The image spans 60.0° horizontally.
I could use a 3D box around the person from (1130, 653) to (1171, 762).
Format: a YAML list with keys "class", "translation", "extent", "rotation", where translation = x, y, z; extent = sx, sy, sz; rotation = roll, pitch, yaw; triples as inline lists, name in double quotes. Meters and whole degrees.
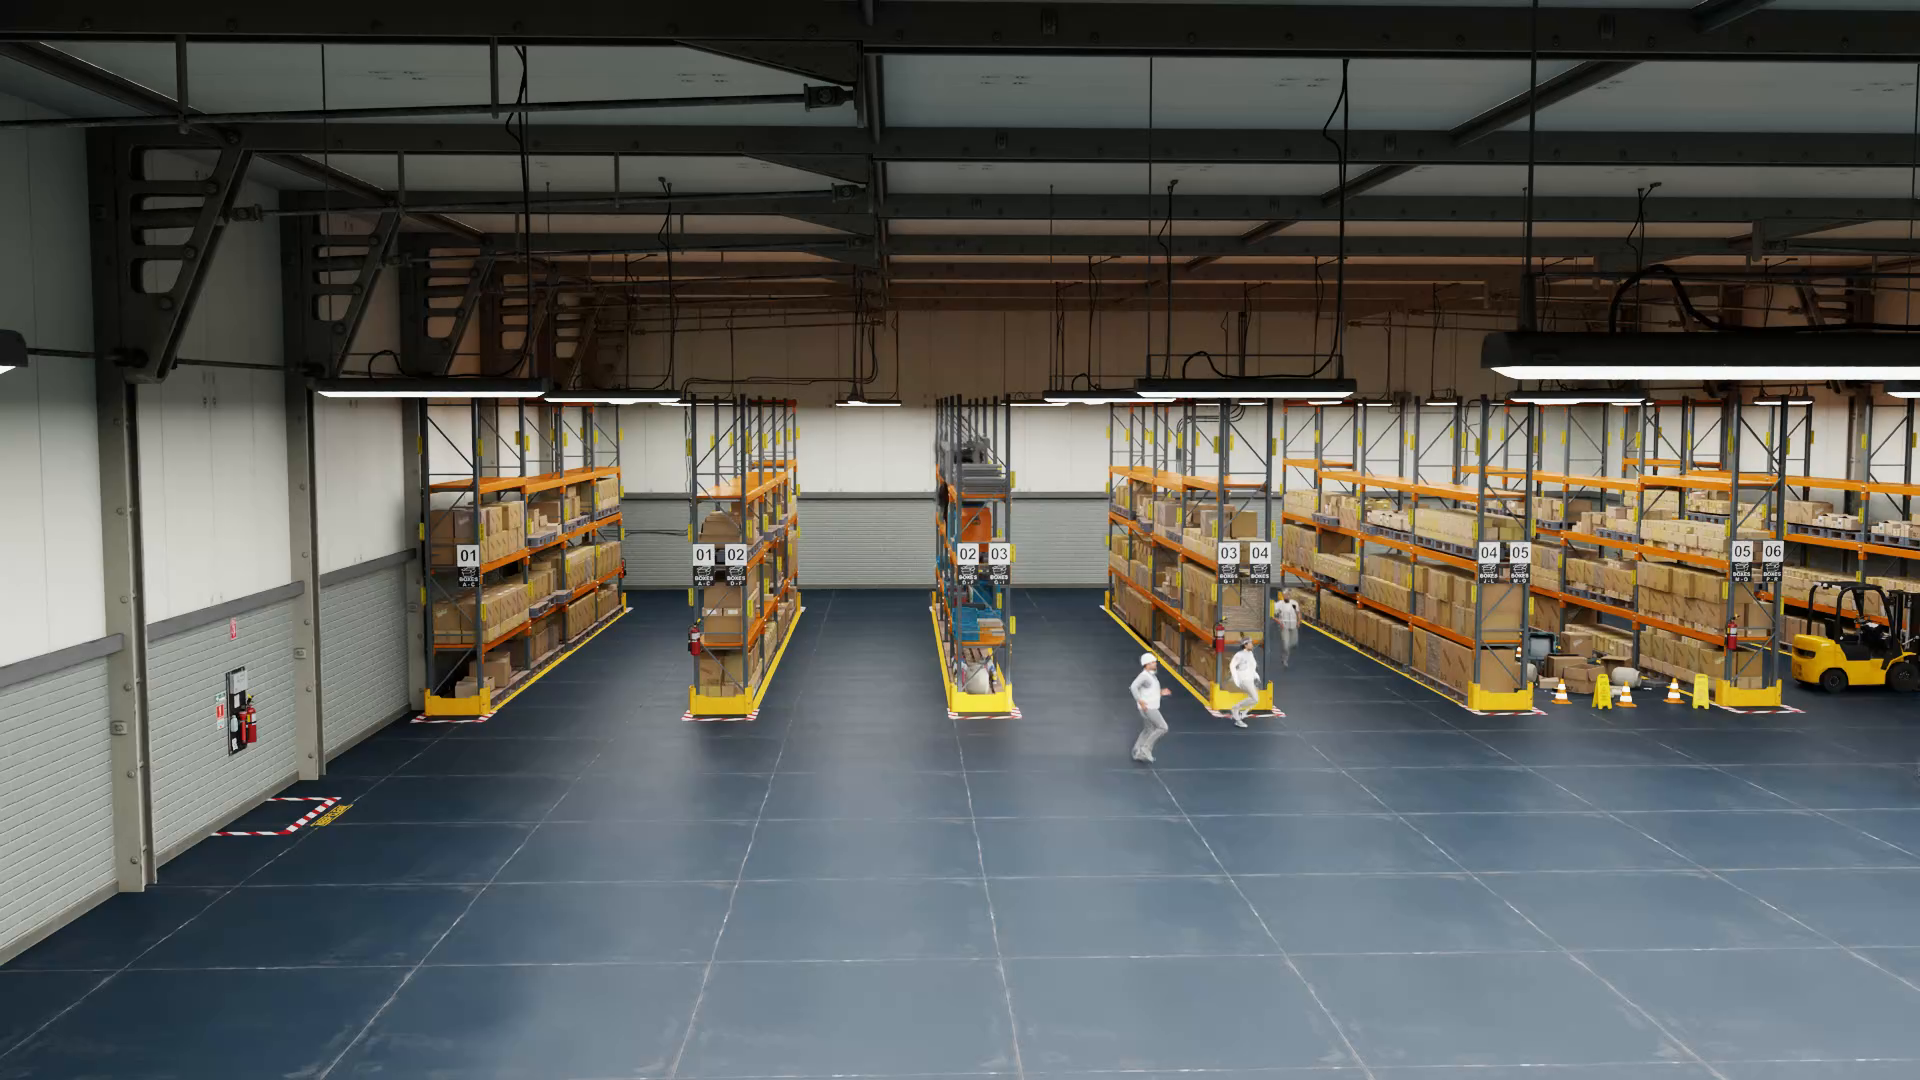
- class: "person"
  translation: [3.101, 2.716, 26.952]
  extent: [0.642, 1.751, 0.644]
  rotation: [1, 5, 13]

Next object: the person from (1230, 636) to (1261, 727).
- class: "person"
  translation: [5.223, 2.545, 30.078]
  extent: [0.499, 1.620, 0.638]
  rotation: [3, 6, 36]

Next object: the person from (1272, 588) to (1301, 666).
- class: "person"
  translation: [7.310, 1.940, 37.097]
  extent: [0.667, 1.751, 0.504]
  rotation: [0, 5, -5]
